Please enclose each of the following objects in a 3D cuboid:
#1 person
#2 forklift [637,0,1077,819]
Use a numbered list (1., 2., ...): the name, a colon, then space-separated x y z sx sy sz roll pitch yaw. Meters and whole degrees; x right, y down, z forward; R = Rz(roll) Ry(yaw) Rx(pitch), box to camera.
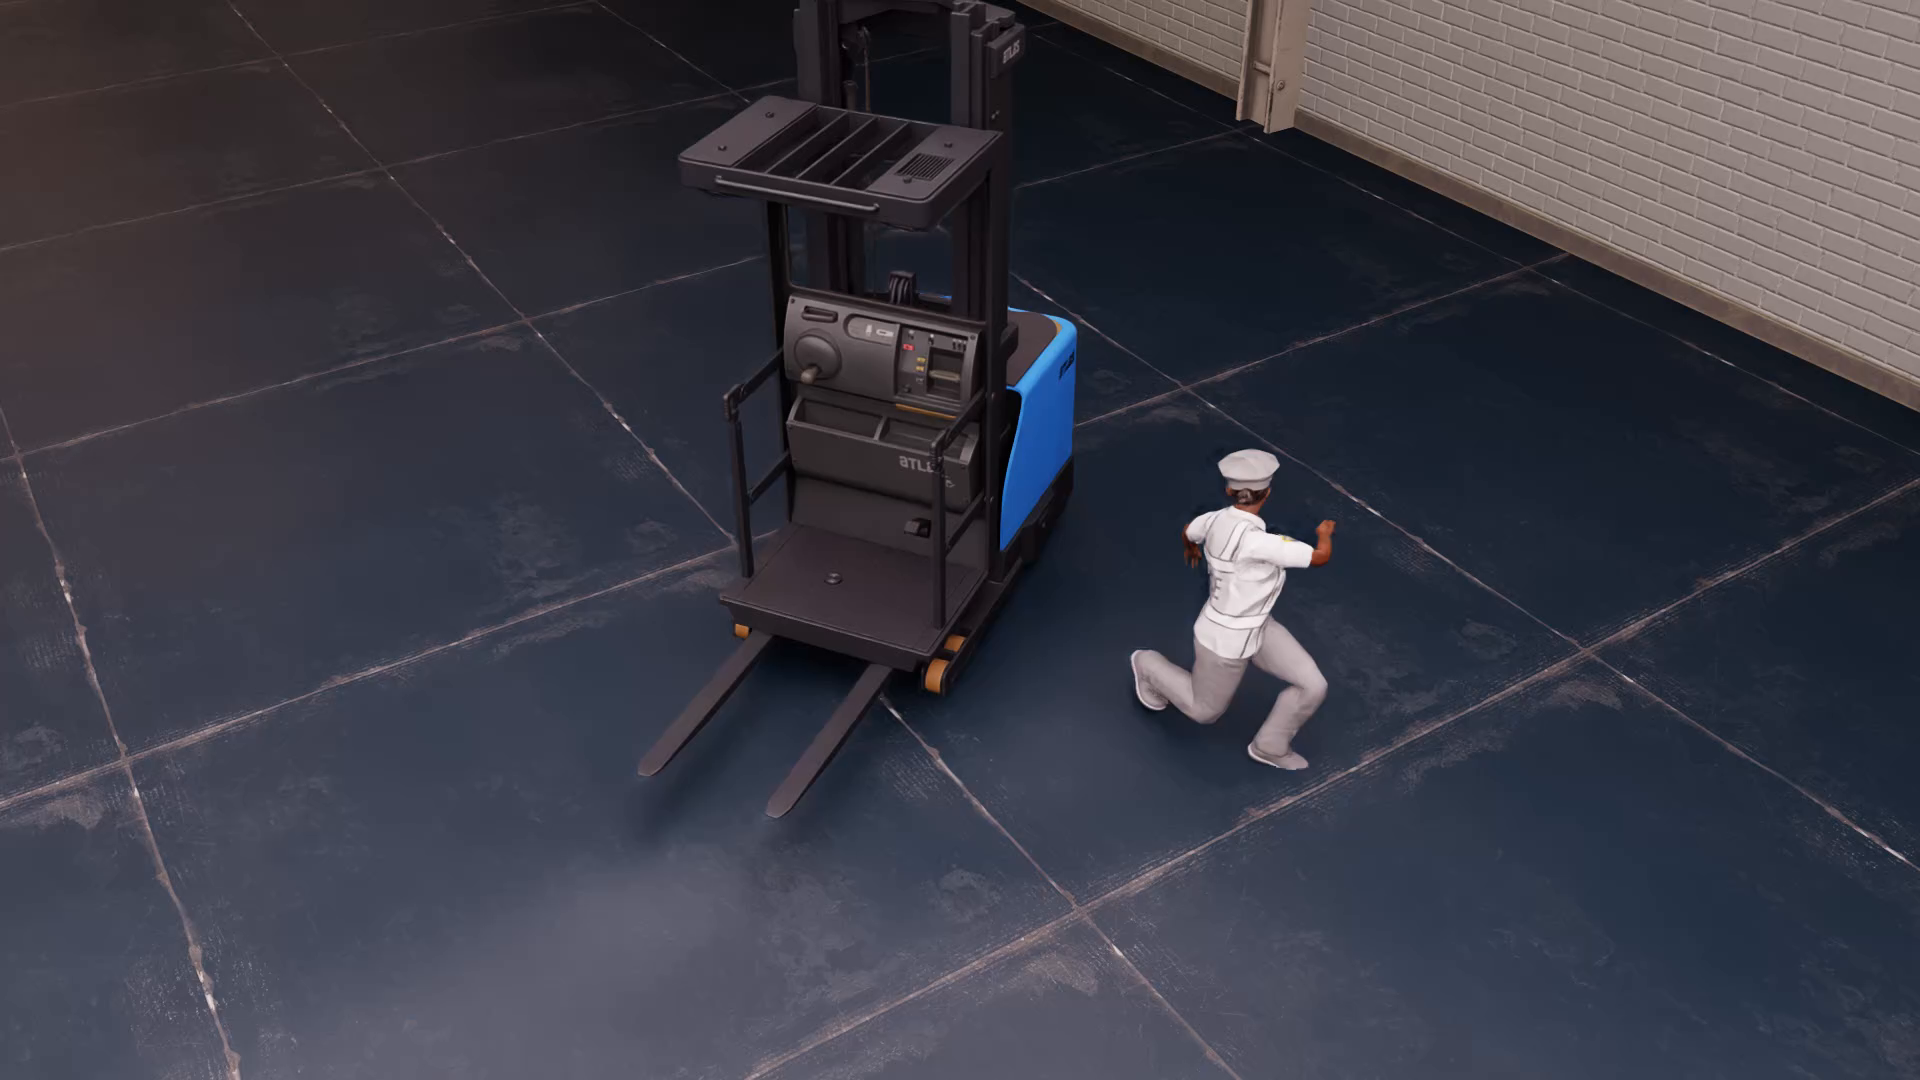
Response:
1. person: 1.191 0.270 7.153 0.917 1.439 0.695 15 38 21
2. forklift: -0.441 -0.768 7.240 1.130 2.935 3.031 14 37 19
